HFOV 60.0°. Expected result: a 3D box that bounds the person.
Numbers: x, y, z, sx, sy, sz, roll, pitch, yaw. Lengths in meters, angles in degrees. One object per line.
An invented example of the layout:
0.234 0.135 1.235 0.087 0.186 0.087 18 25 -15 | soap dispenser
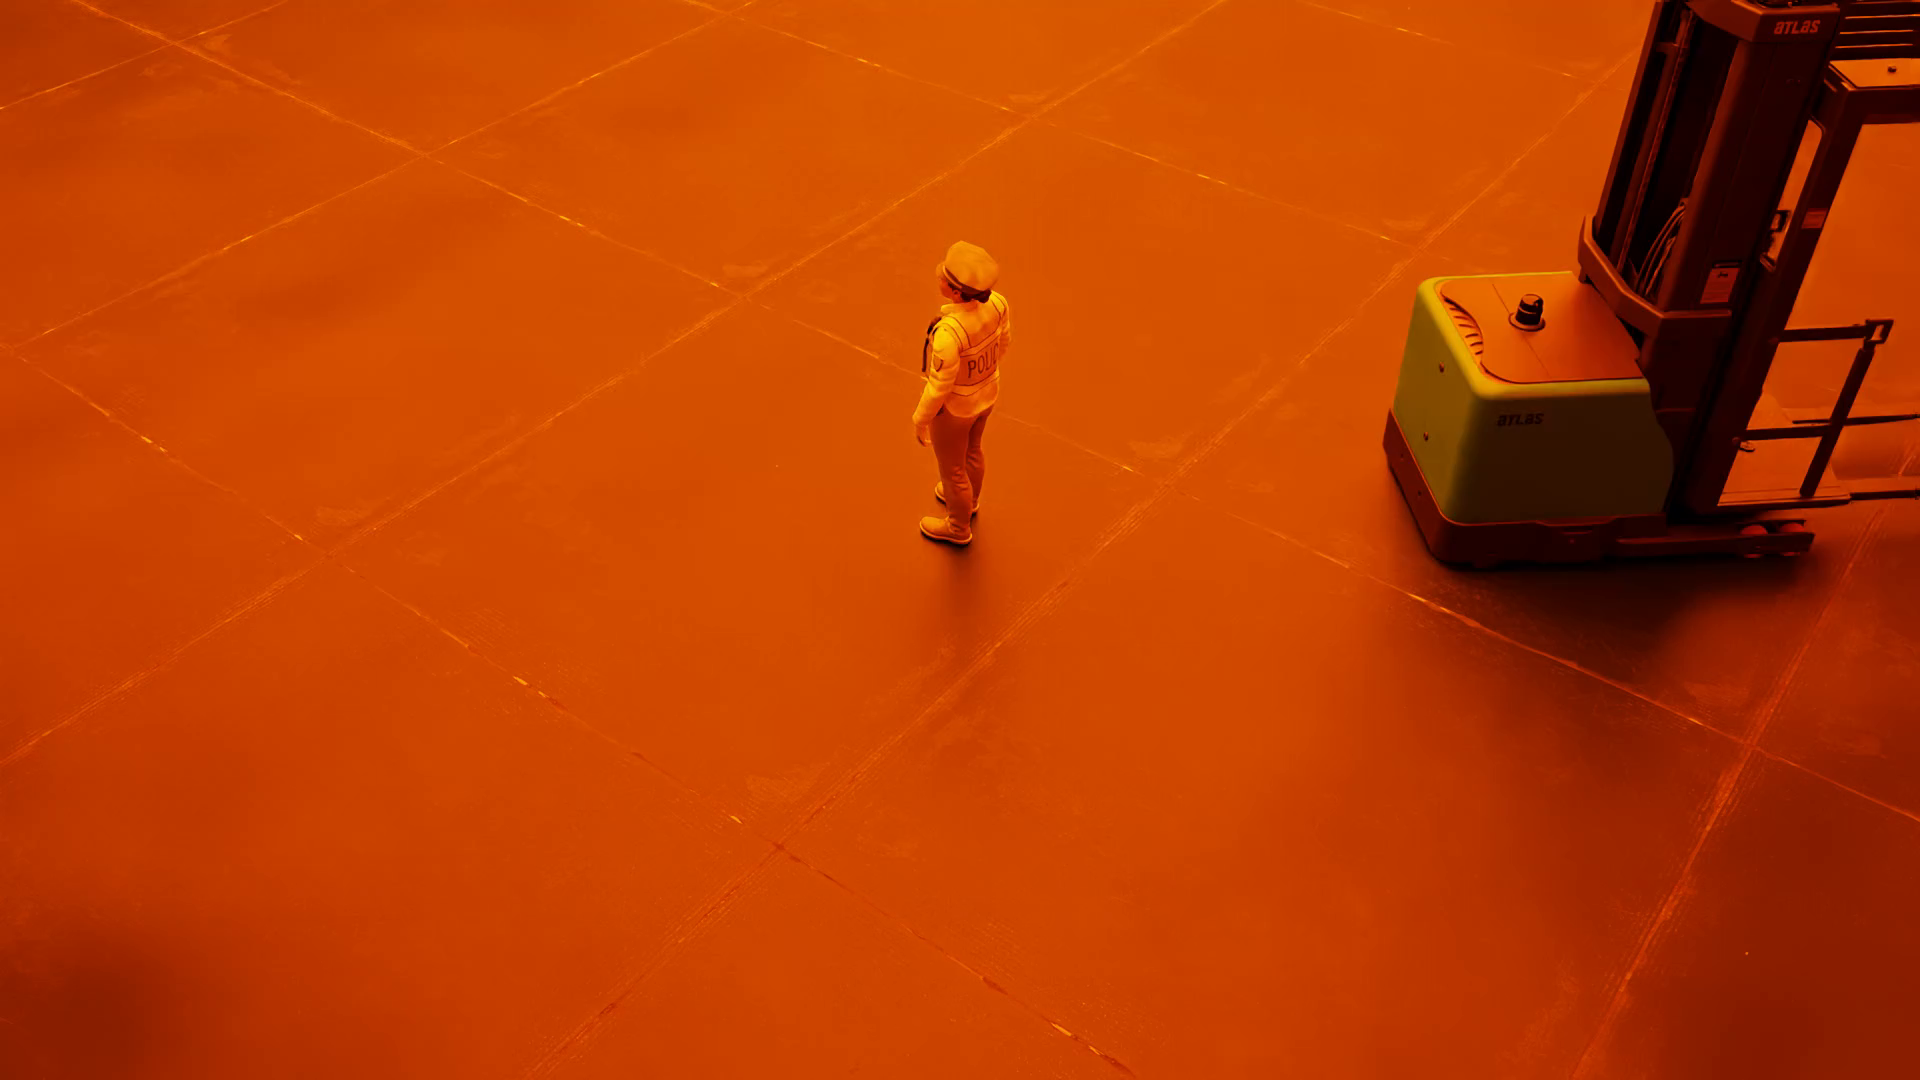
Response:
-0.050 -0.681 7.815 0.532 1.694 0.586 26 47 28 | person

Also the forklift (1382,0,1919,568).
3.783 -1.366 7.676 3.031 2.935 1.130 -3 41 -4 | forklift
